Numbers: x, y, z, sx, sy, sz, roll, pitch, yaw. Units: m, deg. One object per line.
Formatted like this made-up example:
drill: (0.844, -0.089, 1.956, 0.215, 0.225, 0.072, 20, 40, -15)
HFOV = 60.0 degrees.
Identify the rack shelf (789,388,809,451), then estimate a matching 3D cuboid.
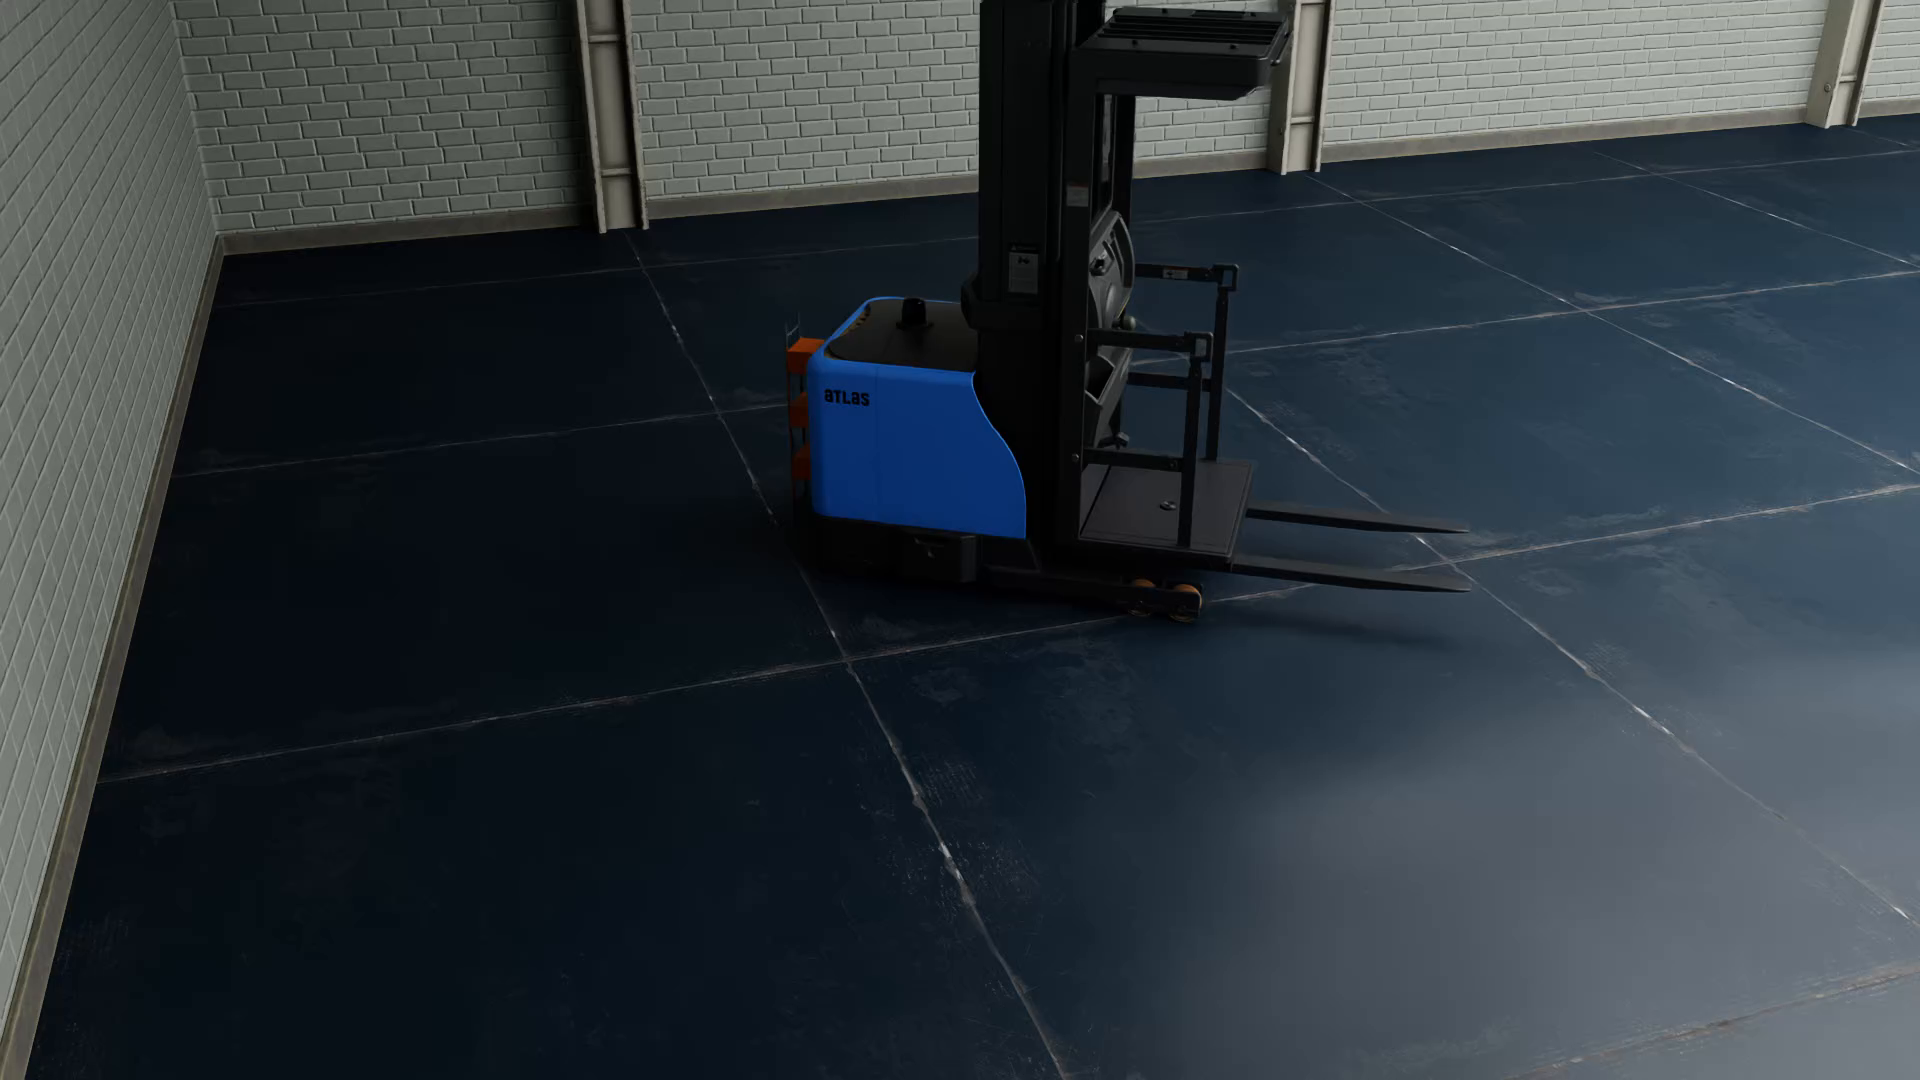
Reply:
rack shelf: (-0.699, -0.591, 8.284, 0.240, 0.259, 0.215, 7, 27, 13)

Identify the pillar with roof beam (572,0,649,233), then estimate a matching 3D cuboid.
pillar with roof beam: (-1.377, -4.725, 7.648, 0.400, 9.000, 9.100, -8, 28, -16)

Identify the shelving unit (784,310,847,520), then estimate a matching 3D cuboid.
shelving unit: (-0.699, -0.601, 8.279, 0.252, 1.050, 0.215, 7, 27, 13)

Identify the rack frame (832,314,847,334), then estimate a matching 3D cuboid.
rack frame: (-0.581, -0.587, 8.252, 0.008, 1.050, 0.200, 7, 27, 13)

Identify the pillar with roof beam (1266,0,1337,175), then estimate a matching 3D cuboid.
pillar with roof beam: (4.328, -5.551, 9.312, 0.400, 9.000, 9.100, -8, 28, -16)

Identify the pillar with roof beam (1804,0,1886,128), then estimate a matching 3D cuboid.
pillar with roof beam: (10.033, -6.378, 10.977, 0.400, 9.000, 9.100, -8, 28, -16)

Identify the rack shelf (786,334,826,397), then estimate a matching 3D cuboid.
rack shelf: (-0.699, -0.845, 8.158, 0.240, 0.259, 0.215, 7, 27, 13)

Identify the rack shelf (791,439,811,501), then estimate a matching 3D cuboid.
rack shelf: (-0.699, -0.342, 8.408, 0.240, 0.259, 0.215, 7, 27, 13)

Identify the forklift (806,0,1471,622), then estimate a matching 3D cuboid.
forklift: (0.864, -1.206, 7.382, 3.031, 2.935, 1.130, 7, 27, 13)

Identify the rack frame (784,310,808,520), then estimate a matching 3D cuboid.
rack frame: (-0.817, -0.615, 8.307, 0.008, 1.050, 0.200, 7, 27, 13)
